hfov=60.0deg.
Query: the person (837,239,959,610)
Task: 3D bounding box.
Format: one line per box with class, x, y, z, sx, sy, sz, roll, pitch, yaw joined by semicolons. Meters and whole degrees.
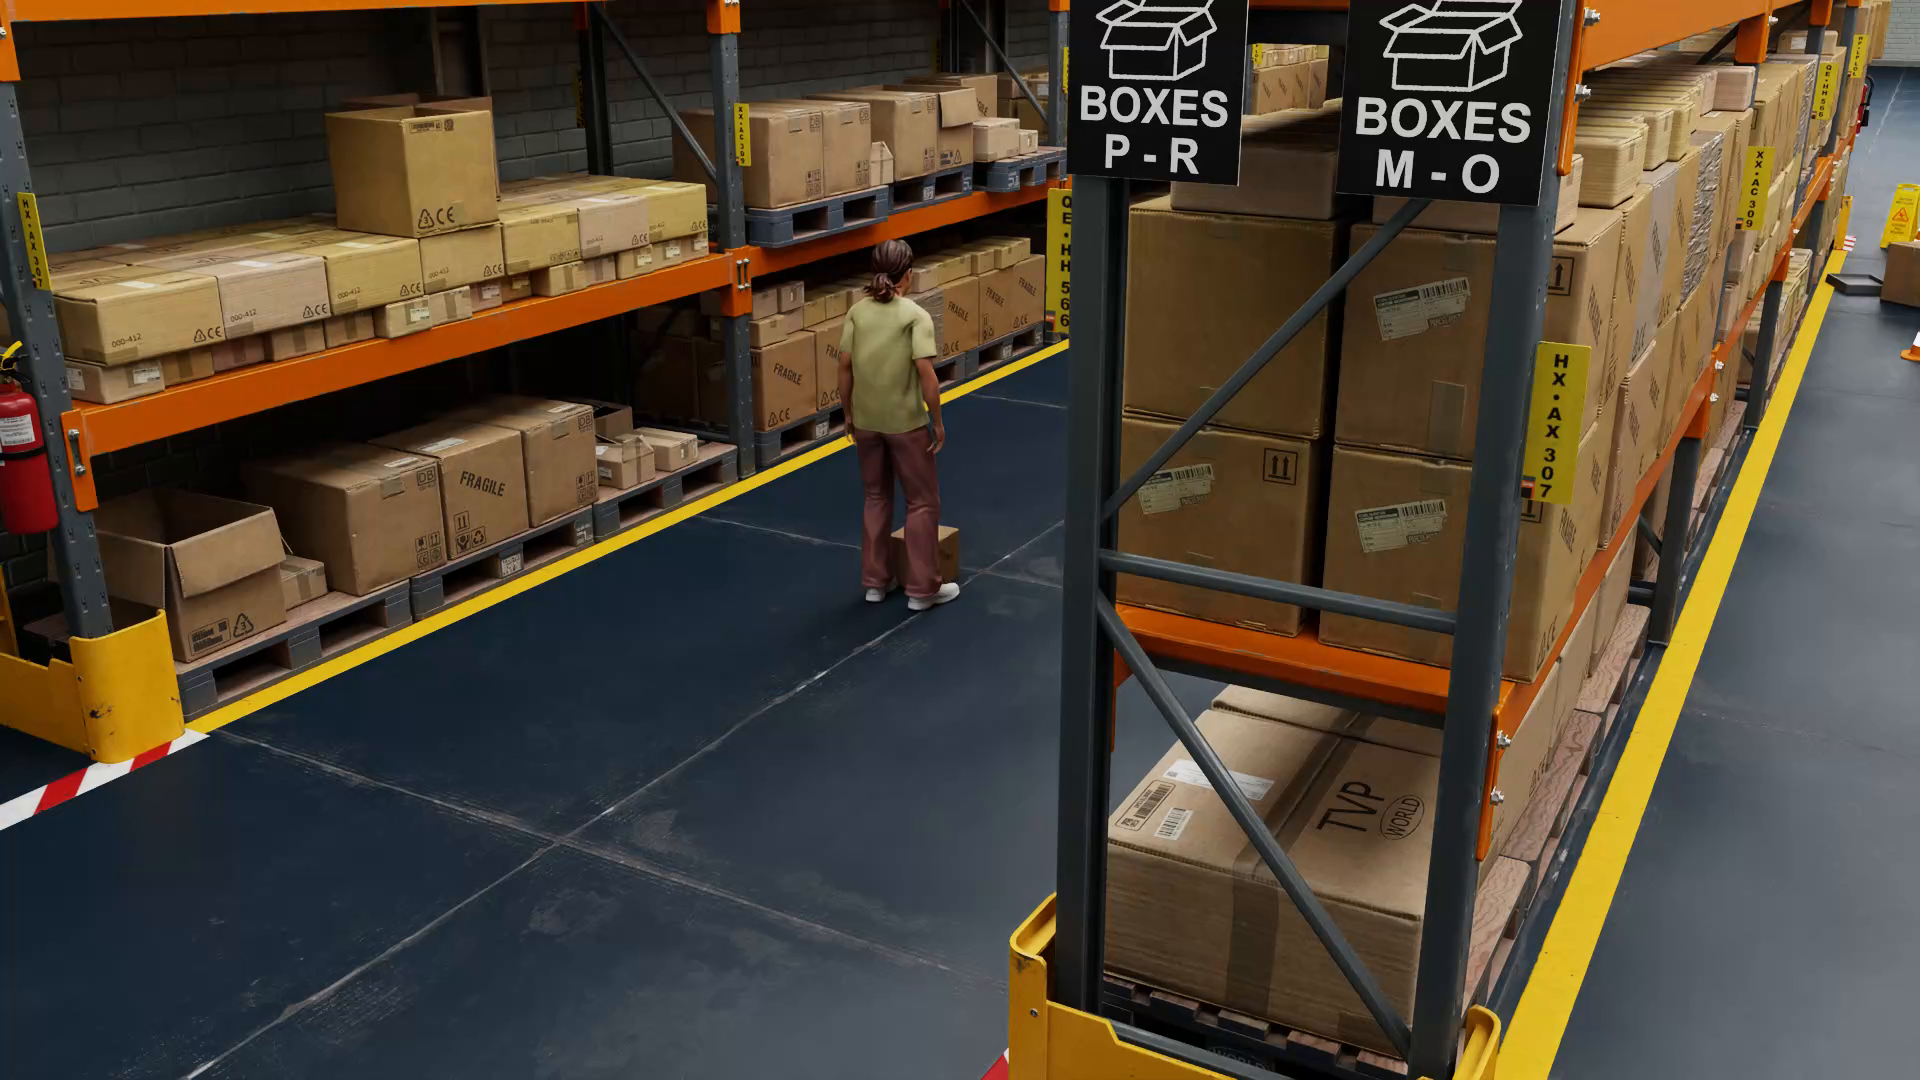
person;-0.291;-0.515;7.534;0.518;1.666;0.365;9;21;24
